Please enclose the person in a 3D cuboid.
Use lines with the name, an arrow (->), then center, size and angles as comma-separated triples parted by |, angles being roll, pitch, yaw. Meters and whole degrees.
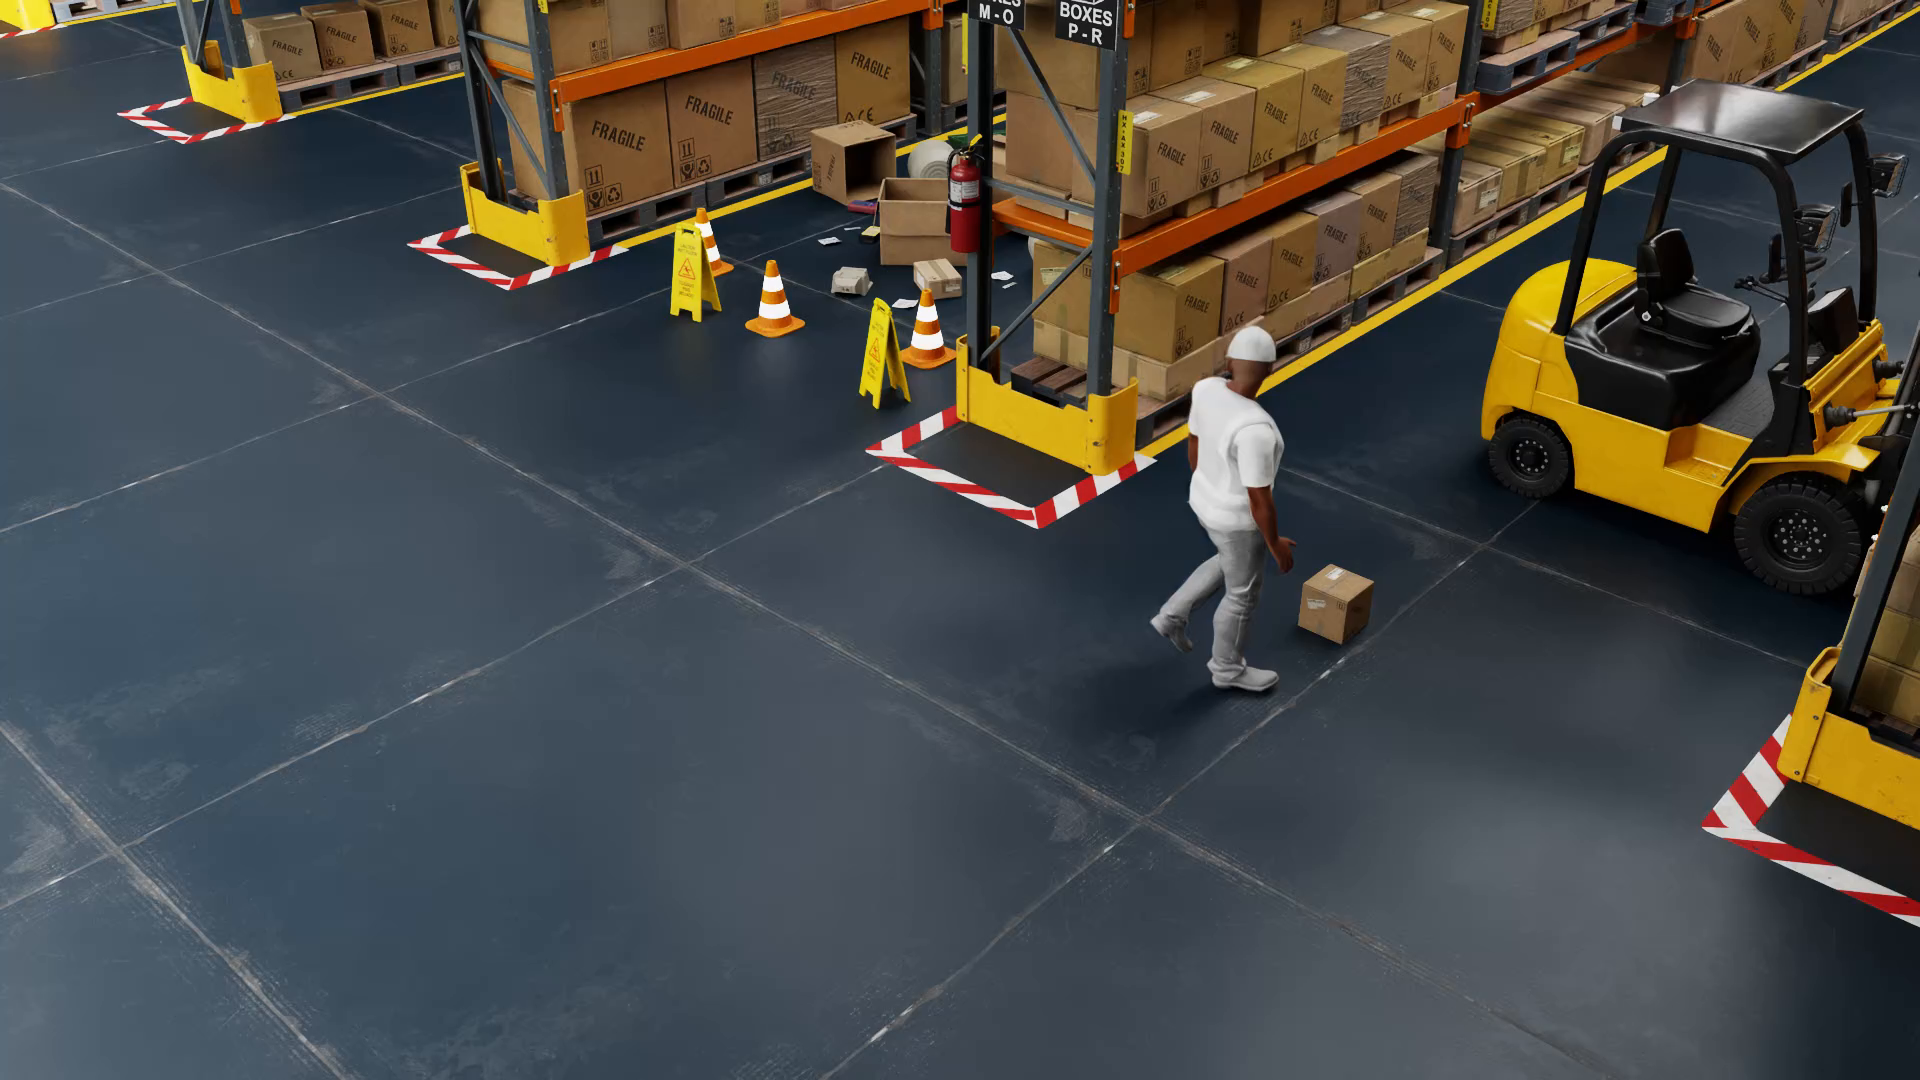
person -> 1.195, -0.116, 7.385 | 0.543, 1.764, 0.627 | -7, 32, -11
